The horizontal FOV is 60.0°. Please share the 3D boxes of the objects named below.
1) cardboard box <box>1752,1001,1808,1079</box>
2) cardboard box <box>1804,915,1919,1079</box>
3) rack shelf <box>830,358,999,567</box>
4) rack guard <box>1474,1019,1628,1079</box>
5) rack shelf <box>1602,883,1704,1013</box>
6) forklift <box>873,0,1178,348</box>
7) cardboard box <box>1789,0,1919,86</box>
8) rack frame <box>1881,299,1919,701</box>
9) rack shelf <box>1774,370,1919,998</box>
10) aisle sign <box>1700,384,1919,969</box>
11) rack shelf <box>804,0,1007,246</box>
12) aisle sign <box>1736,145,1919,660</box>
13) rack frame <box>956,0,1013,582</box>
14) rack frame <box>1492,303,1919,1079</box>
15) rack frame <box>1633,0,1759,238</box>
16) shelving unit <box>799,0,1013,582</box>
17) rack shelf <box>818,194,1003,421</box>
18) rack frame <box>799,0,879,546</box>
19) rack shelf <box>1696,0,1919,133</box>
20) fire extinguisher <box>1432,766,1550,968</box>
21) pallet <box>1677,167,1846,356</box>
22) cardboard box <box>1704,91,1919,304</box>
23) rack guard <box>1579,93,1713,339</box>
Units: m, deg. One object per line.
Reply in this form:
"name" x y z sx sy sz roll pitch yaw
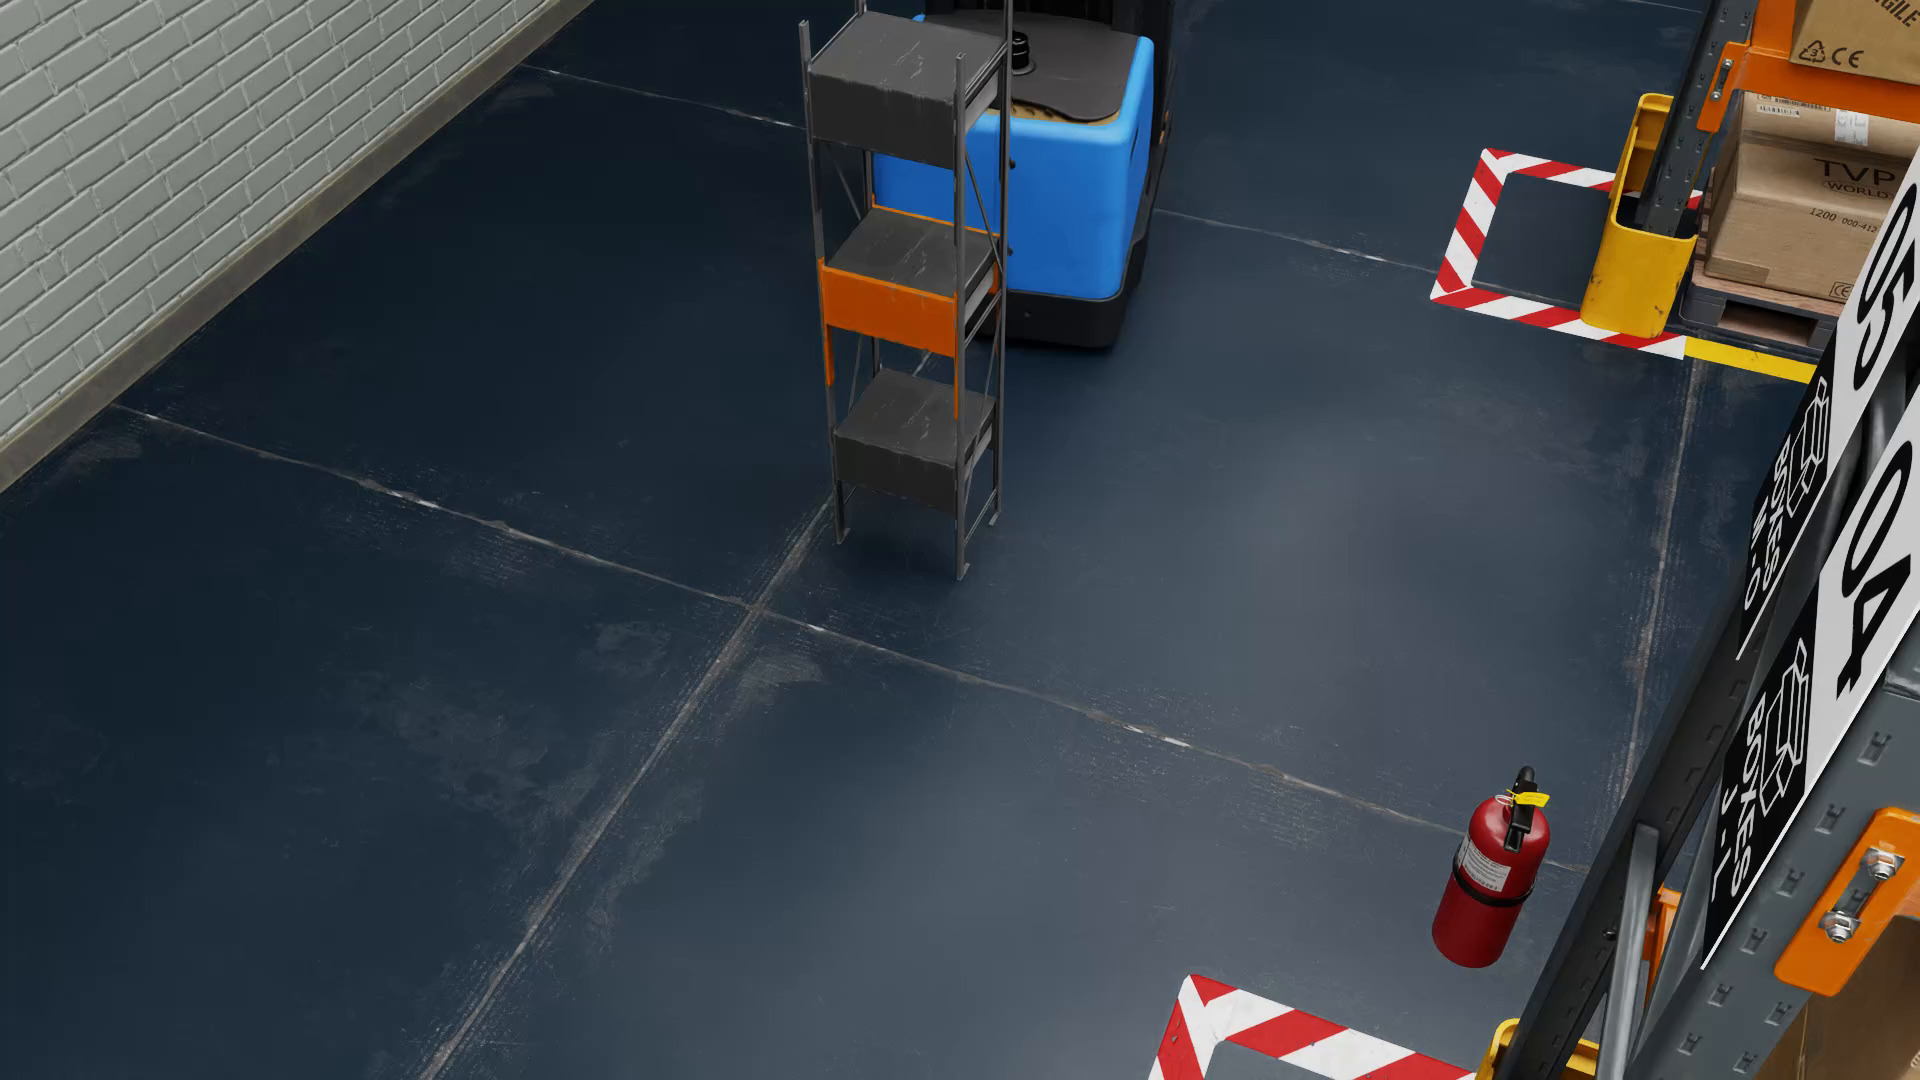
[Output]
"cardboard box" 1.572 1.081 2.755 0.500 0.500 0.500 19 48 18
"cardboard box" 1.577 0.720 2.409 0.500 0.500 0.500 16 47 16
"rack shelf" -0.153 -0.283 6.058 0.480 0.518 0.431 16 47 16
"rack guard" 1.335 1.827 4.059 0.348 0.500 1.175 16 47 16
"rack shelf" 3.110 1.719 2.906 4.000 0.370 1.077 16 47 16
"forklift" 0.439 -2.898 7.085 1.130 2.935 3.031 8 45 8
"cardboard box" 3.409 -2.047 6.110 0.500 0.500 0.500 16 47 16
"rack frame" 1.264 -1.206 1.082 0.127 3.000 1.000 16 47 16
"rack shelf" 3.110 0.655 1.848 4.000 0.370 1.077 16 47 16
"aisle sign" 1.082 0.174 2.105 0.004 0.787 0.394 16 47 16
"rack shelf" -0.153 -1.276 5.070 0.480 0.518 0.431 16 47 16
"aisle sign" 1.313 -0.216 2.498 0.004 0.787 0.394 16 47 16
"rack frame" 0.072 -0.723 5.488 0.015 2.100 0.400 16 47 16
"rack frame" 1.264 0.920 3.198 0.127 3.000 1.000 16 47 16
"rack frame" 3.077 -2.329 6.464 0.127 3.000 1.000 16 47 16
"shelving unit" -0.153 -0.789 5.555 0.503 2.100 0.431 16 47 16
"rack shelf" -0.153 -0.780 5.564 0.480 0.518 0.431 16 47 16
"rack frame" -0.378 -0.856 5.621 0.015 2.100 0.400 16 47 16
"rack shelf" 4.923 -1.531 6.172 4.000 0.370 1.077 16 47 16
"fire extinguisher" 1.210 0.711 3.728 0.183 0.674 0.296 16 47 16
"pallet" 3.845 -1.175 7.281 1.213 0.211 1.003 16 47 16
"cardboard box" 3.725 -1.456 7.105 0.875 0.438 0.875 15 47 15
"rack guard" 3.055 -1.450 7.353 0.348 0.500 1.175 16 47 16
